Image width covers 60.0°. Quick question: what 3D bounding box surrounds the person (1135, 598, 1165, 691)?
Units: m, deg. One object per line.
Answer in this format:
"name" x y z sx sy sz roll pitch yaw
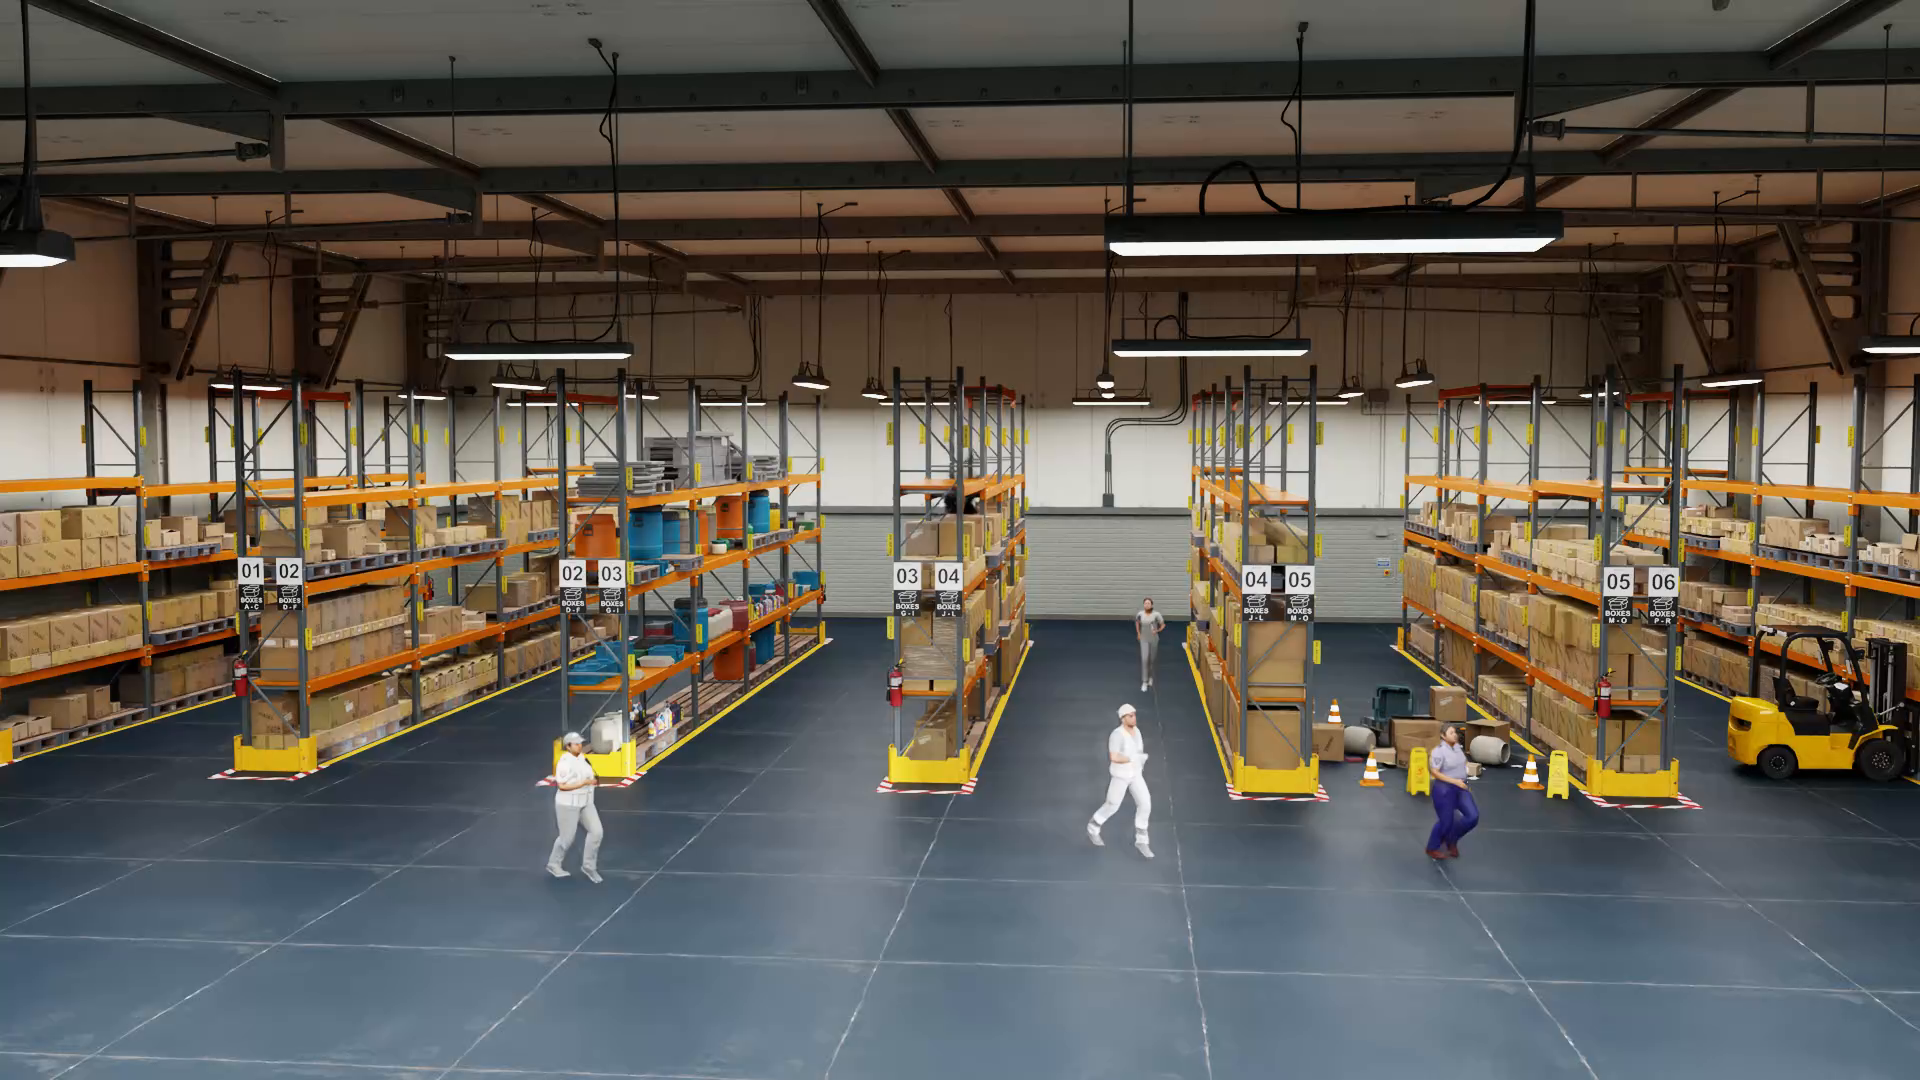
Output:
"person" 3.564 1.931 31.189 0.565 1.717 0.787 0 4 8

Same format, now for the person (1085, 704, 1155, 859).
"person" 1.957 2.868 19.974 0.675 1.835 0.929 -3 5 -42

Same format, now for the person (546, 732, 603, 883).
"person" -4.325 3.013 18.680 0.708 1.719 0.585 2 4 27

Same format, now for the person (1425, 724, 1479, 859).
"person" 5.803 2.976 19.644 0.608 1.600 0.597 -2 4 -34
